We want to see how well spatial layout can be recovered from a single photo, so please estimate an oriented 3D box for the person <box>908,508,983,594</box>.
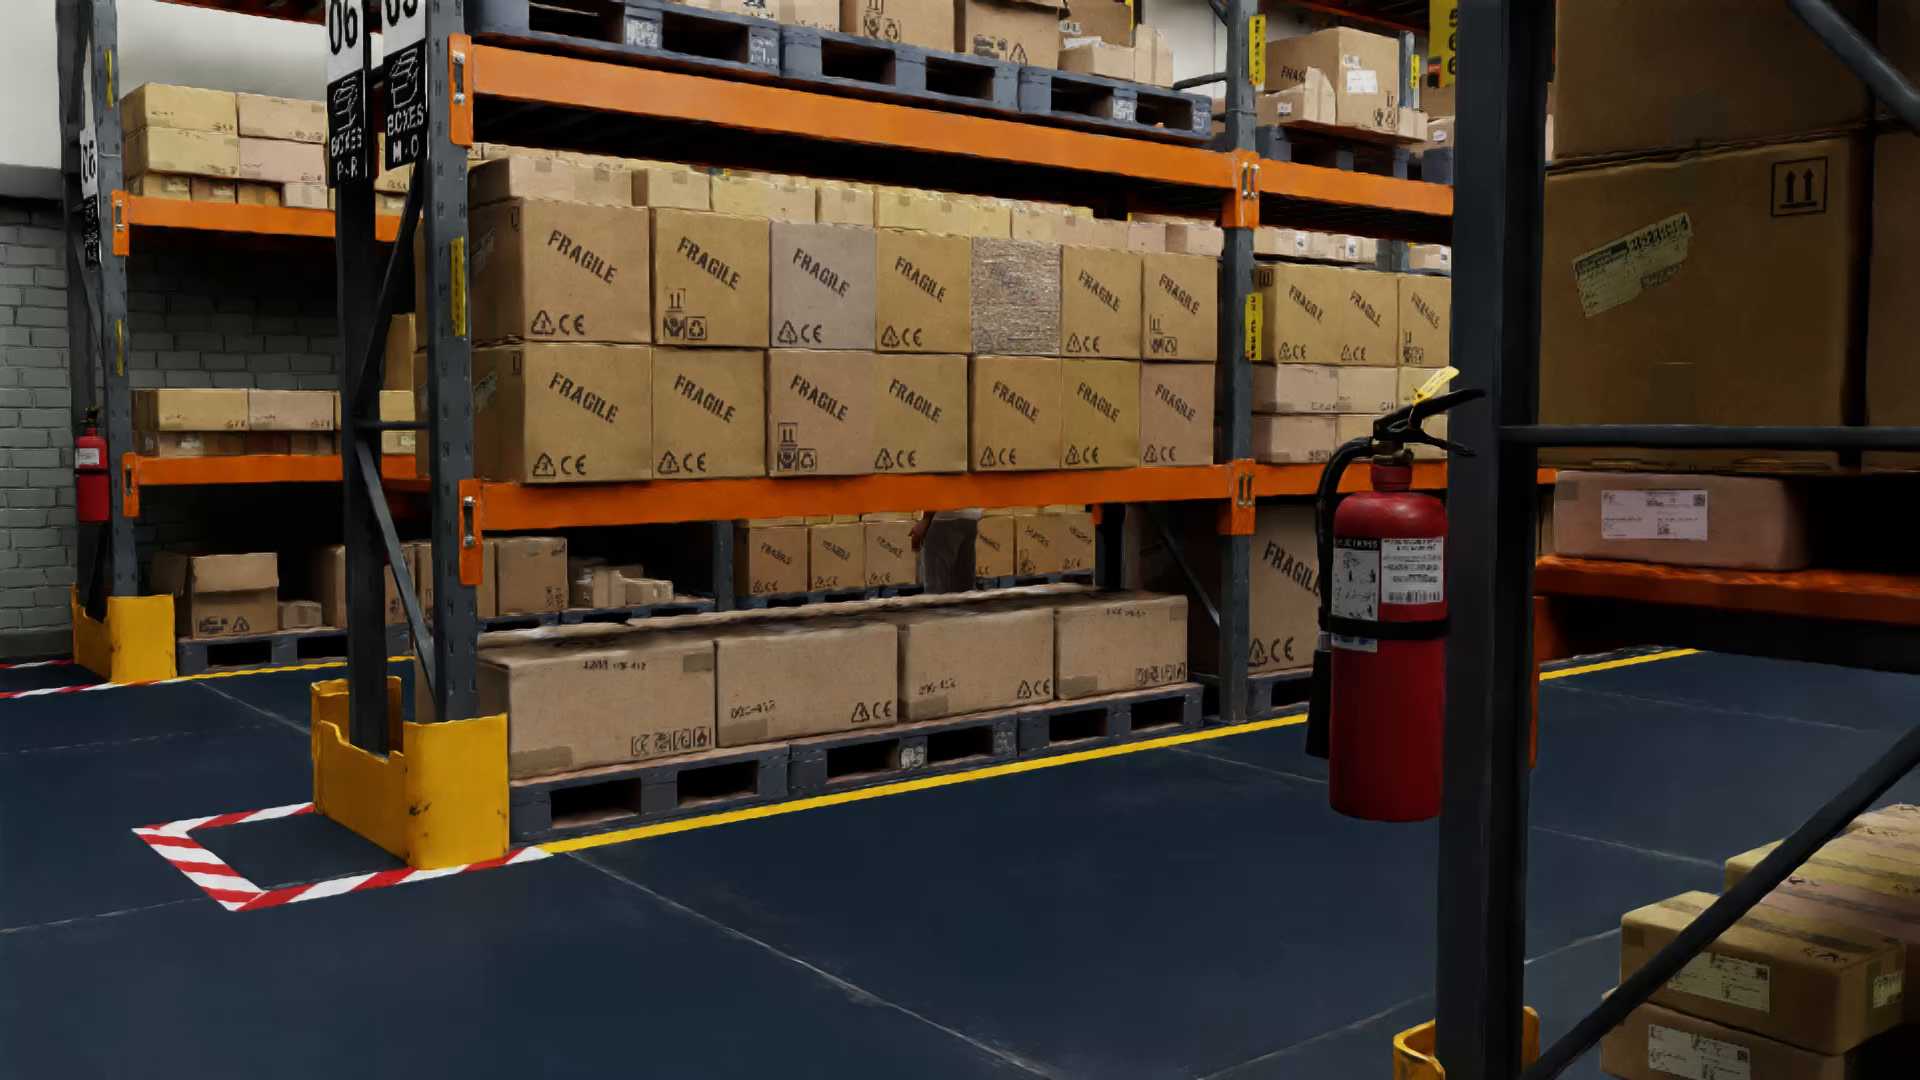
[{"bbox_3d":[-0.109,-0.101,9.781,0.462,1.770,0.648,2,5,22],"label":"person"}]
